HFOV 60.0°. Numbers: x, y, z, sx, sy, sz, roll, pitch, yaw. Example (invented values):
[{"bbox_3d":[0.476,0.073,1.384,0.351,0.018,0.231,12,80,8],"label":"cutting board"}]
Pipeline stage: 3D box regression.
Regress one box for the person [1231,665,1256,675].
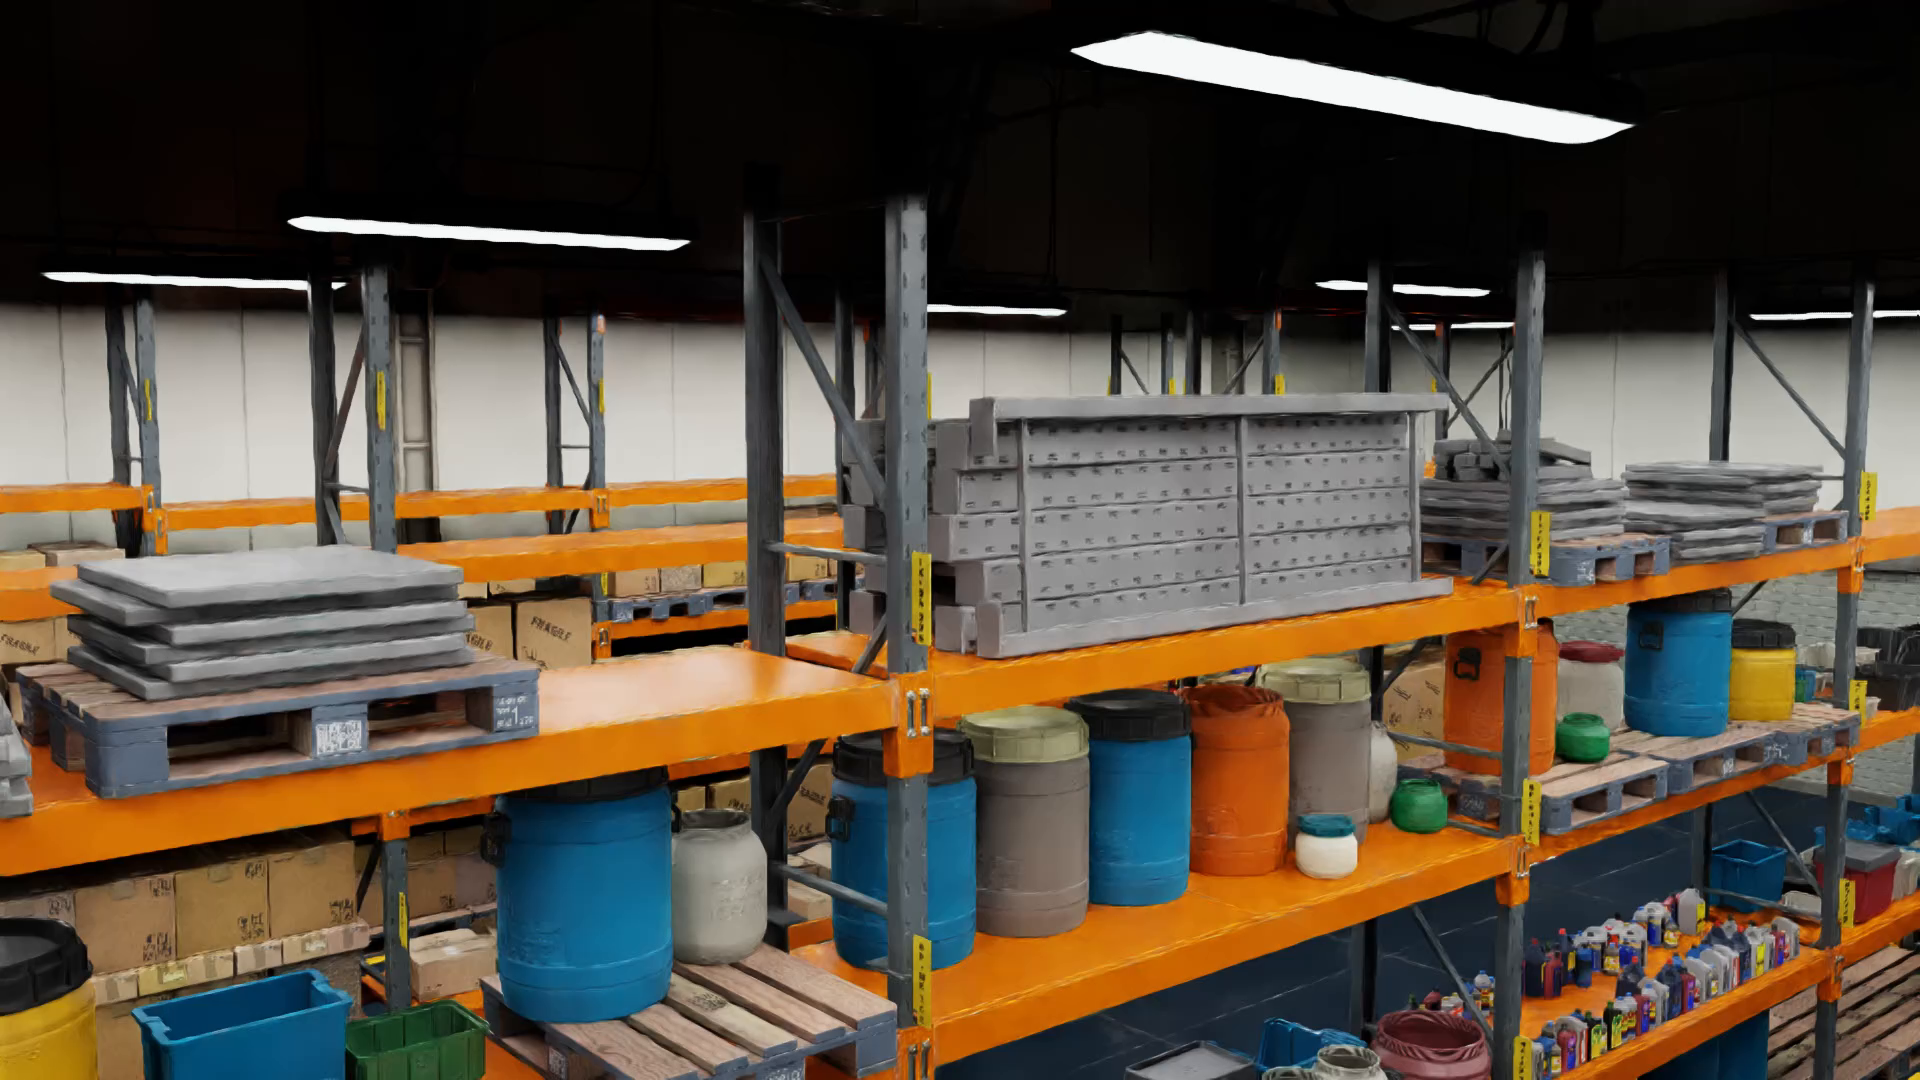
[{"bbox_3d":[3.914,2.191,22.648,0.494,1.605,0.933,3,6,27],"label":"person"}]
